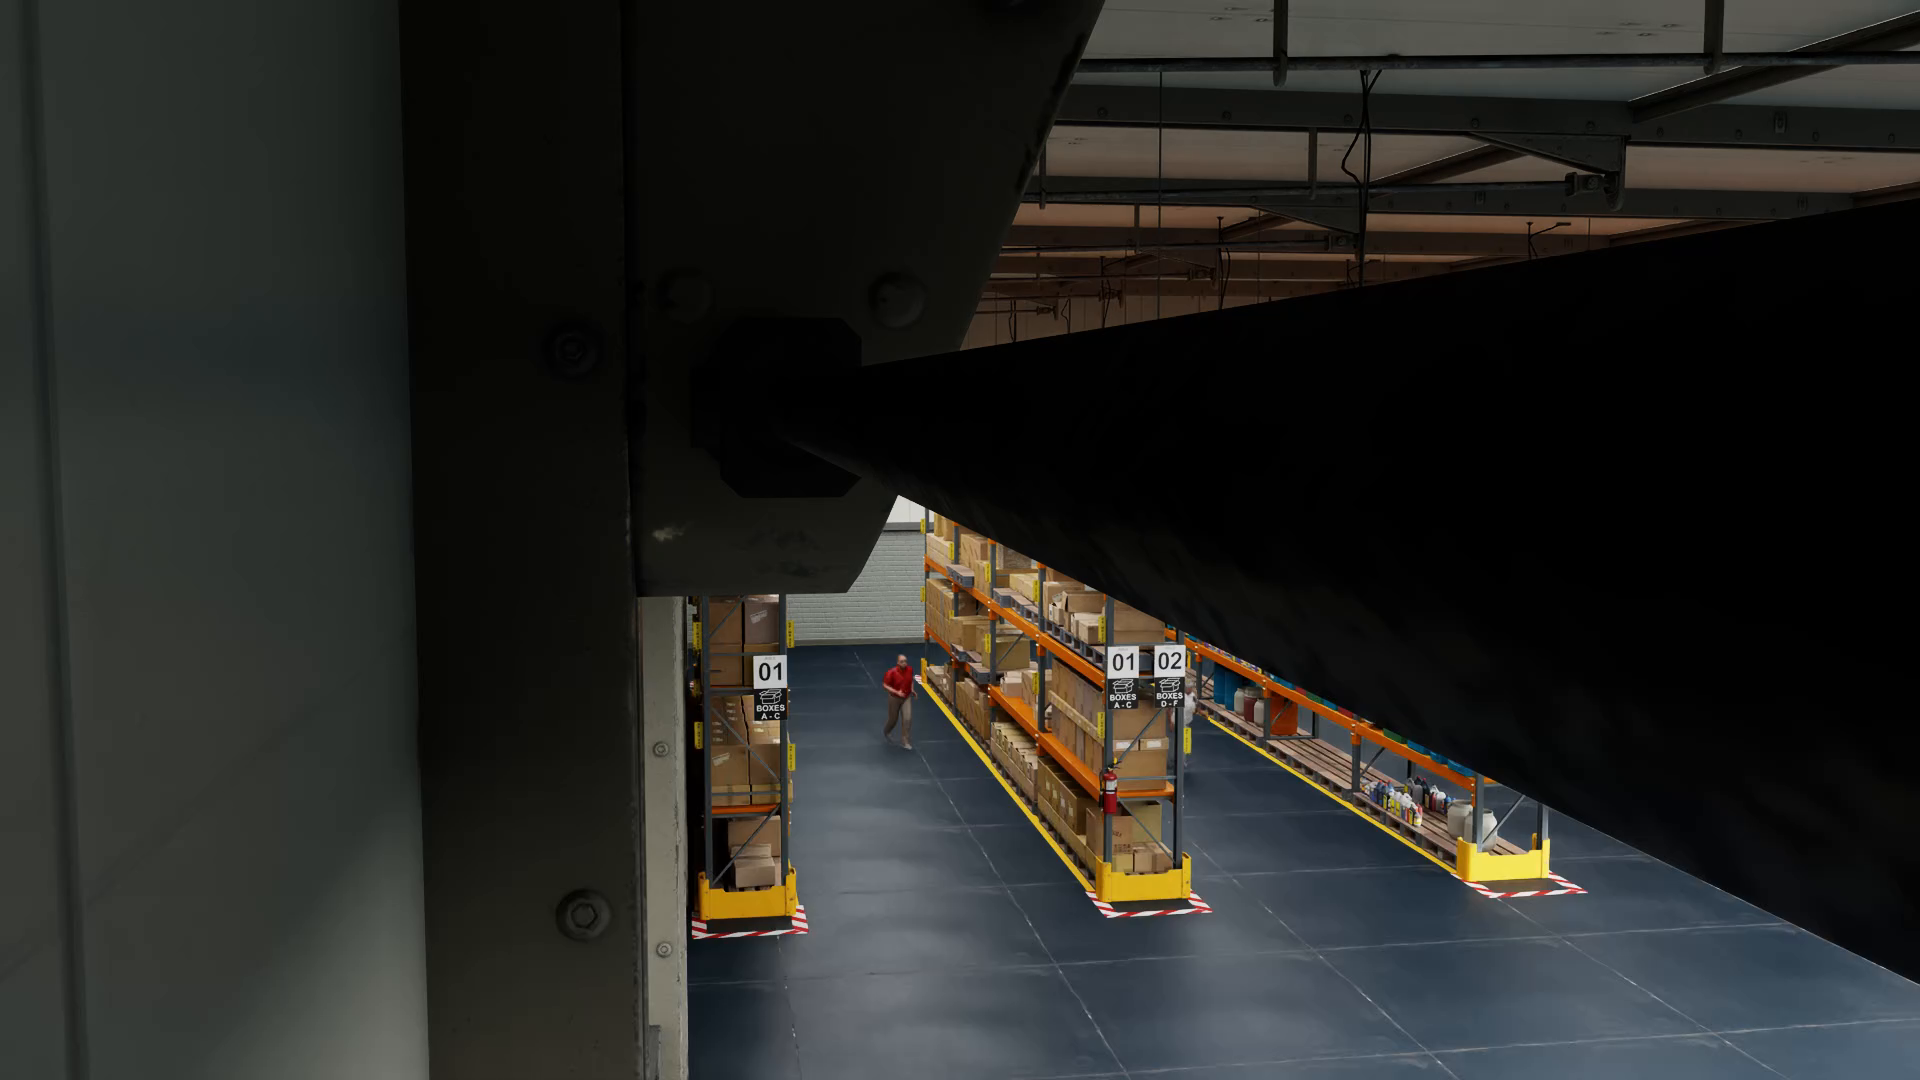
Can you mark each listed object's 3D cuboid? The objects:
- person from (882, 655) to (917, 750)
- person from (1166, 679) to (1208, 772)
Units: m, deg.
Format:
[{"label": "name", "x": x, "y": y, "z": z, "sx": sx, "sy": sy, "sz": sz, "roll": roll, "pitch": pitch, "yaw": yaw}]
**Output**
[{"label": "person", "x": -1.119, "y": 2.872, "z": 29.822, "sx": 0.654, "sy": 1.701, "sz": 0.930, "roll": -2, "pitch": 6, "yaw": -25}, {"label": "person", "x": 3.799, "y": 3.113, "z": 27.953, "sx": 0.797, "sy": 1.644, "sz": 0.620, "roll": 4, "pitch": 6, "yaw": 38}]
